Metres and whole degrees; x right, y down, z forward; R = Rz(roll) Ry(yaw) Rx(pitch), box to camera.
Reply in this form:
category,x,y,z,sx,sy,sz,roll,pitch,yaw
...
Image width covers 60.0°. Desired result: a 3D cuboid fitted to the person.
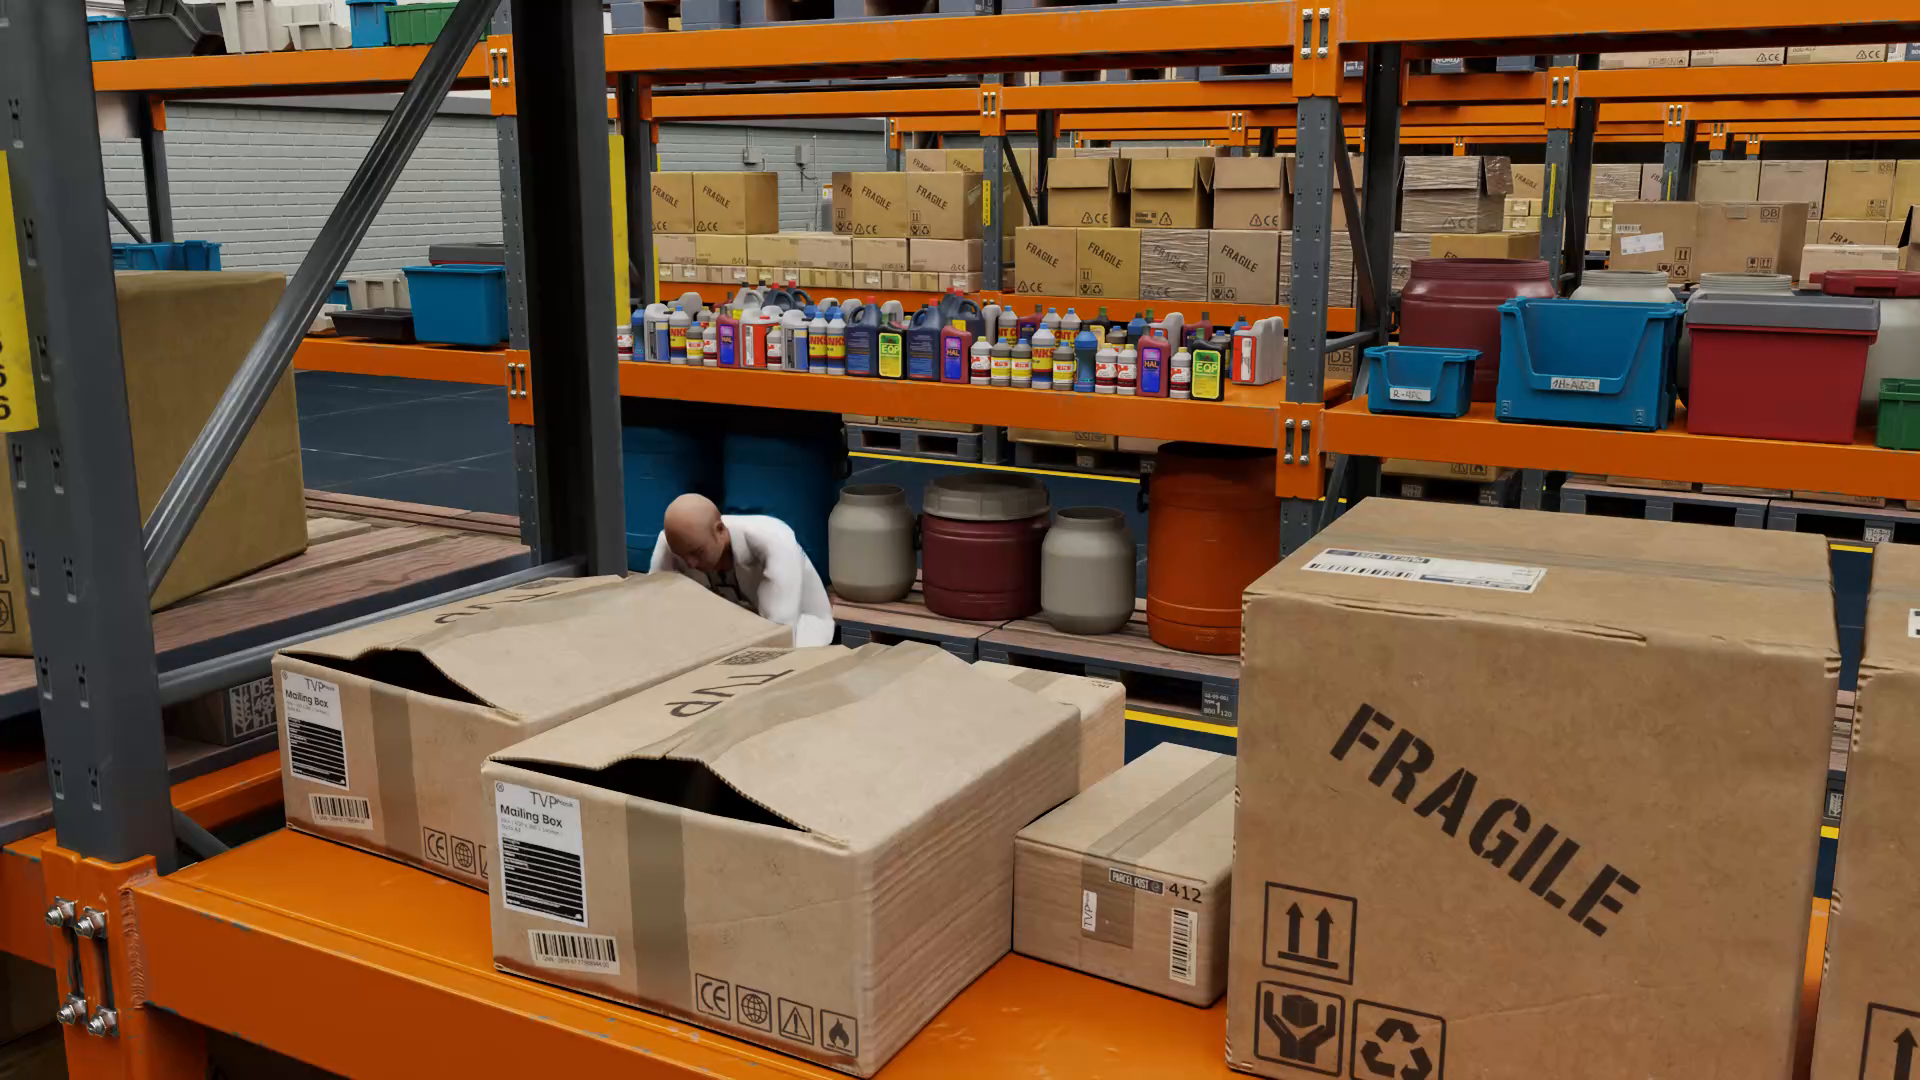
category,x,y,z,sx,sy,sz,roll,pitch,yaw
person,-0.740,0.406,5.732,0.625,1.103,0.830,7,14,28
